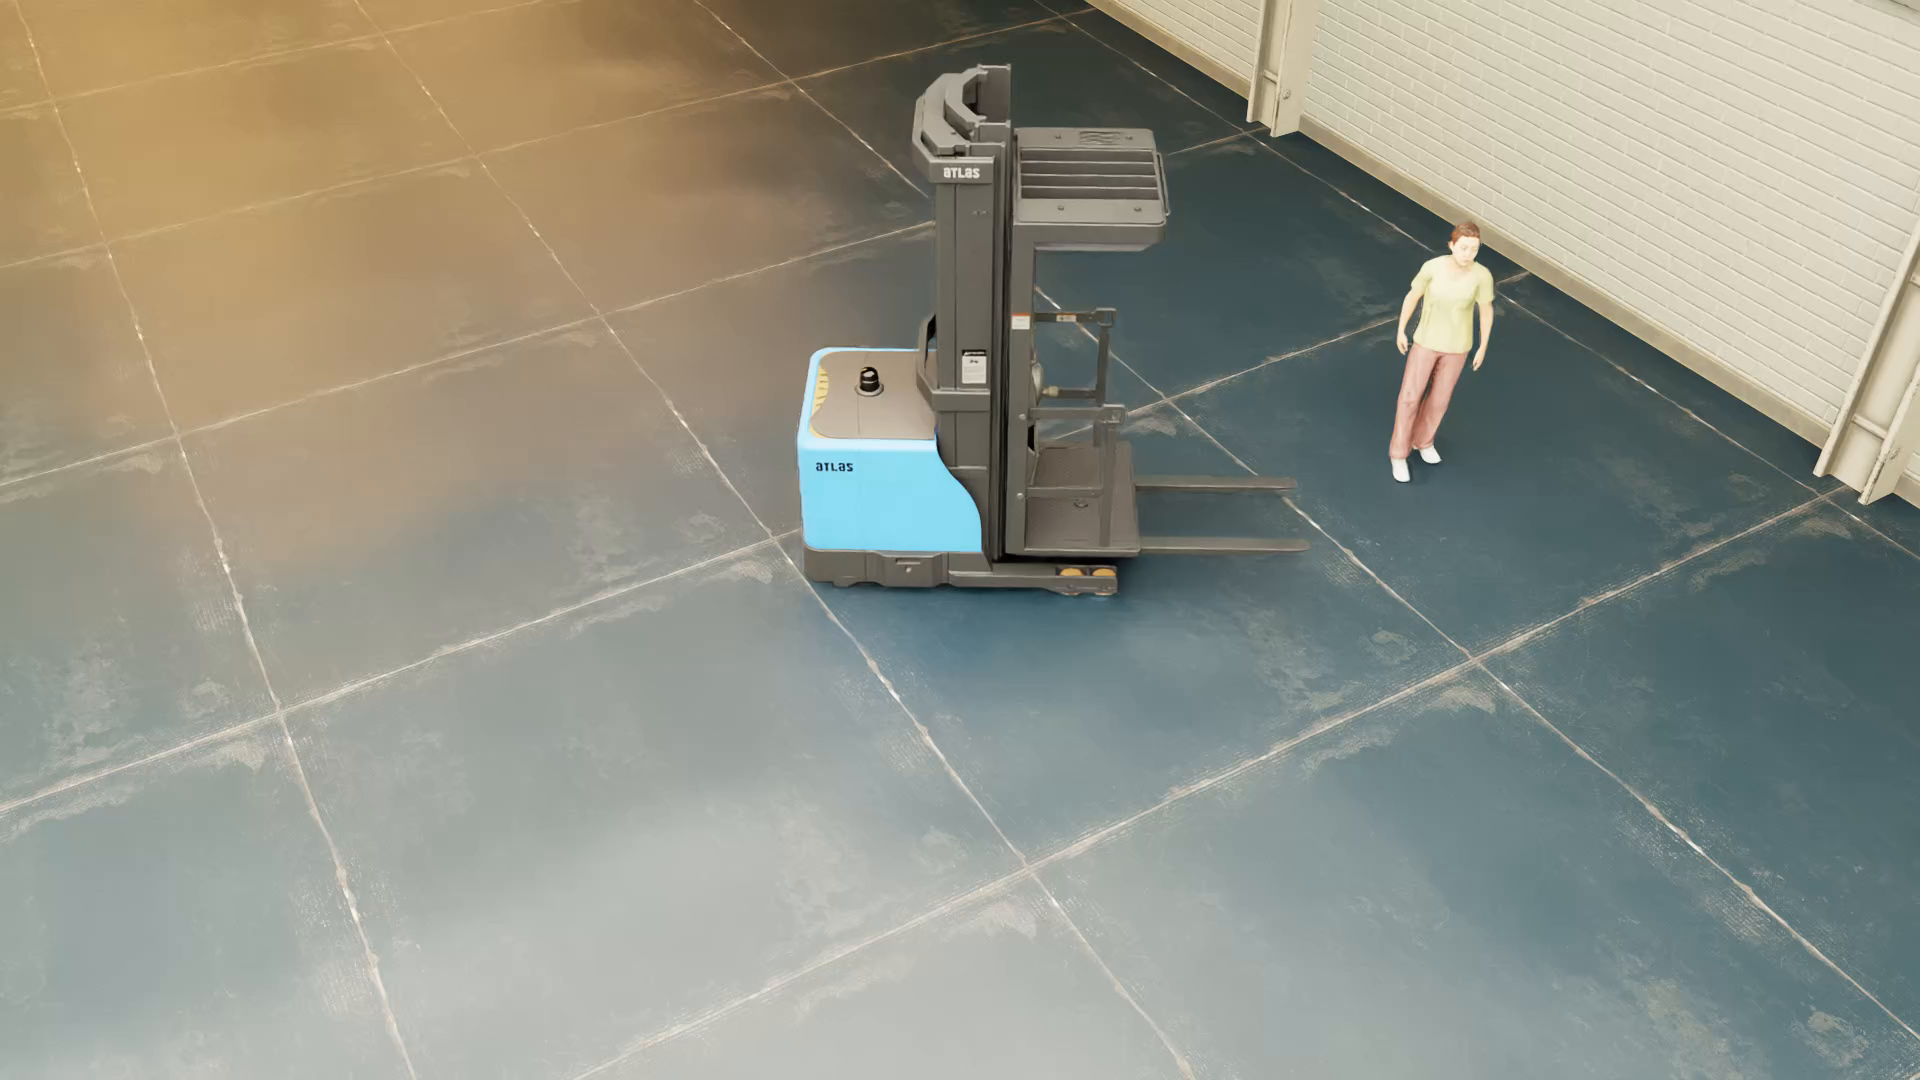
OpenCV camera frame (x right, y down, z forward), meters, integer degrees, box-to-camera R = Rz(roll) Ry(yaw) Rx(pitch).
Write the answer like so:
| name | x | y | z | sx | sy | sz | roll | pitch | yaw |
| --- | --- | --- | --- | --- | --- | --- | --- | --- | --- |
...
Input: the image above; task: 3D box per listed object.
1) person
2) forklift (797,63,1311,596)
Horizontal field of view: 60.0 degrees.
| name | x | y | z | sx | sy | sz | roll | pitch | yaw |
| --- | --- | --- | --- | --- | --- | --- | --- | --- | --- |
| person | 3.016 | -1.172 | 10.447 | 0.557 | 1.668 | 0.620 | 10 | 41 | 12 |
| forklift | 0.588 | -1.139 | 9.410 | 3.031 | 2.935 | 1.130 | 1 | 40 | 1 |
